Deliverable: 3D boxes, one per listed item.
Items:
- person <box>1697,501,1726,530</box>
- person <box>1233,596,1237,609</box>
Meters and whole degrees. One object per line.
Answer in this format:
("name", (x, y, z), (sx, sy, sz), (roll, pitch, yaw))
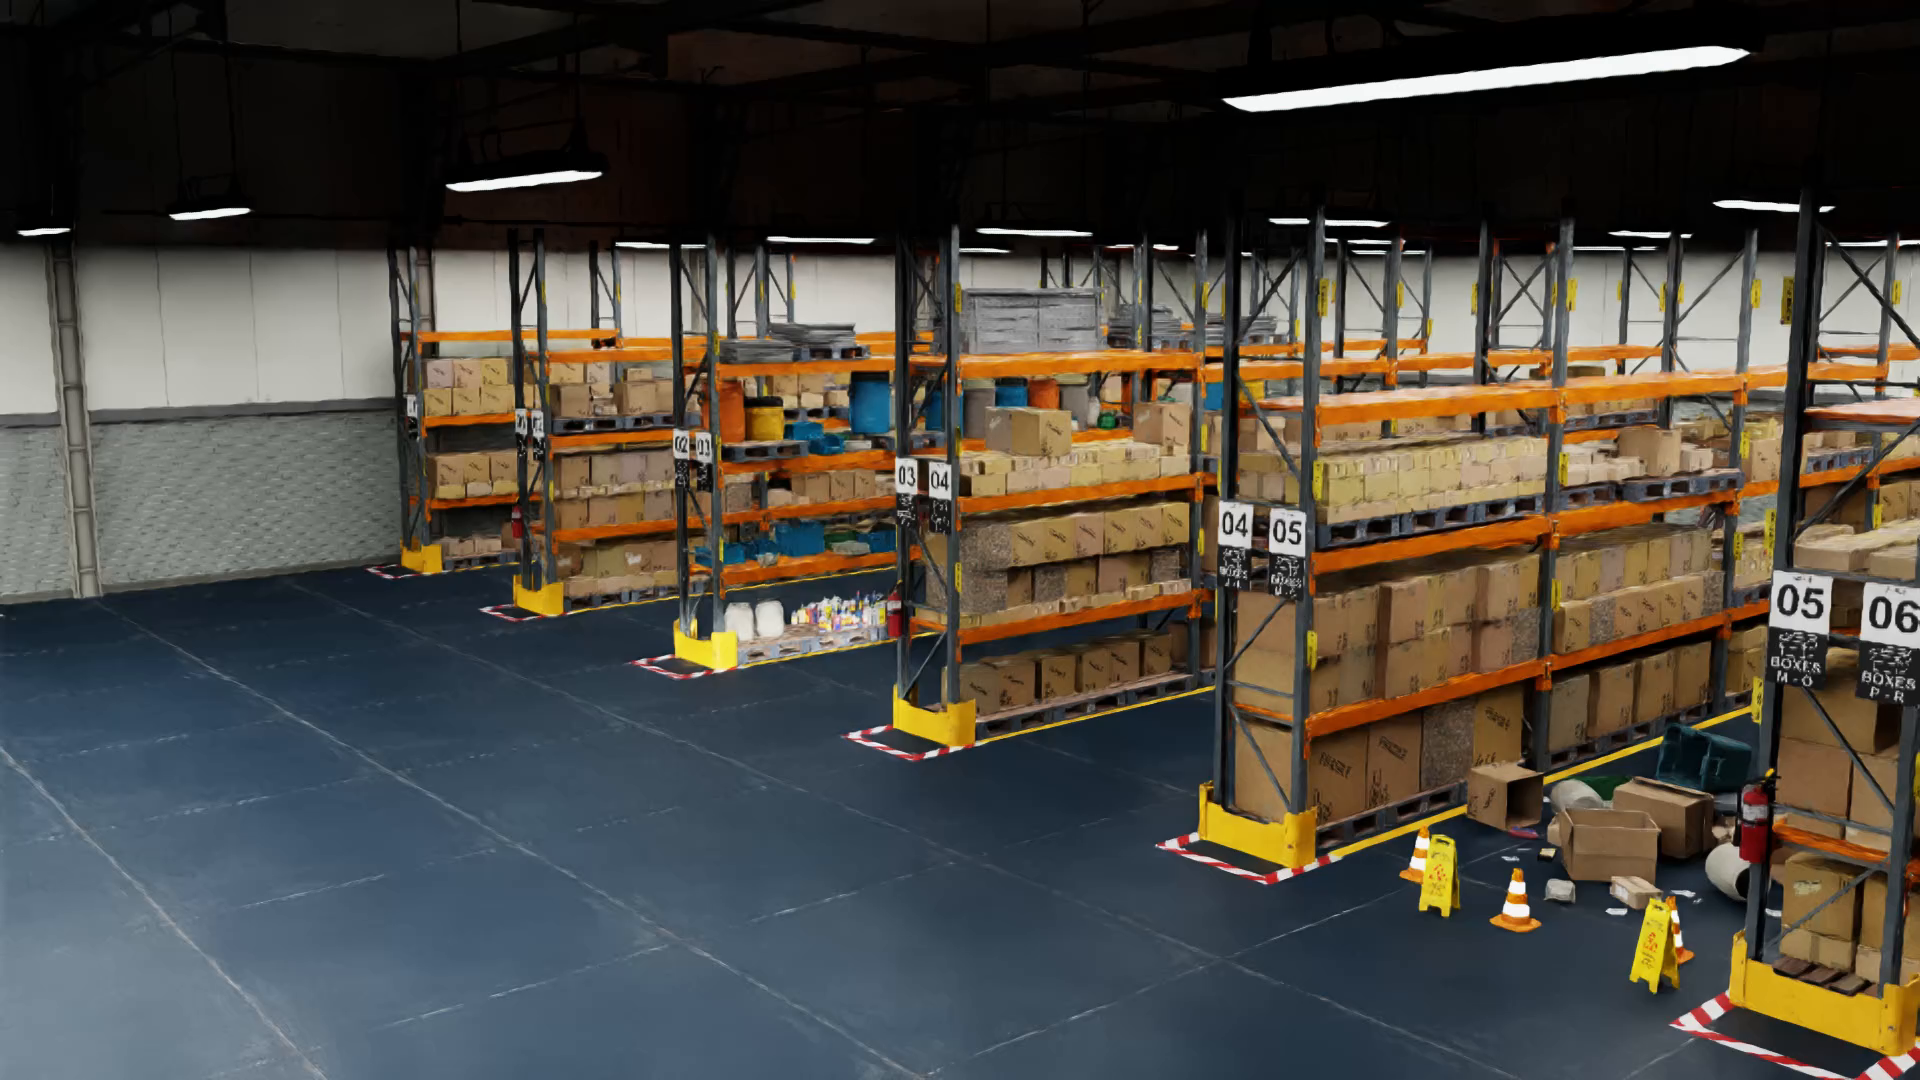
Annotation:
("person", (14.610, -0.654, 32.397), (0.706, 1.711, 0.518), (1, 9, 9))
("person", (3.889, 0.621, 24.415), (1.086, 1.589, 0.495), (-7, 11, -37))
